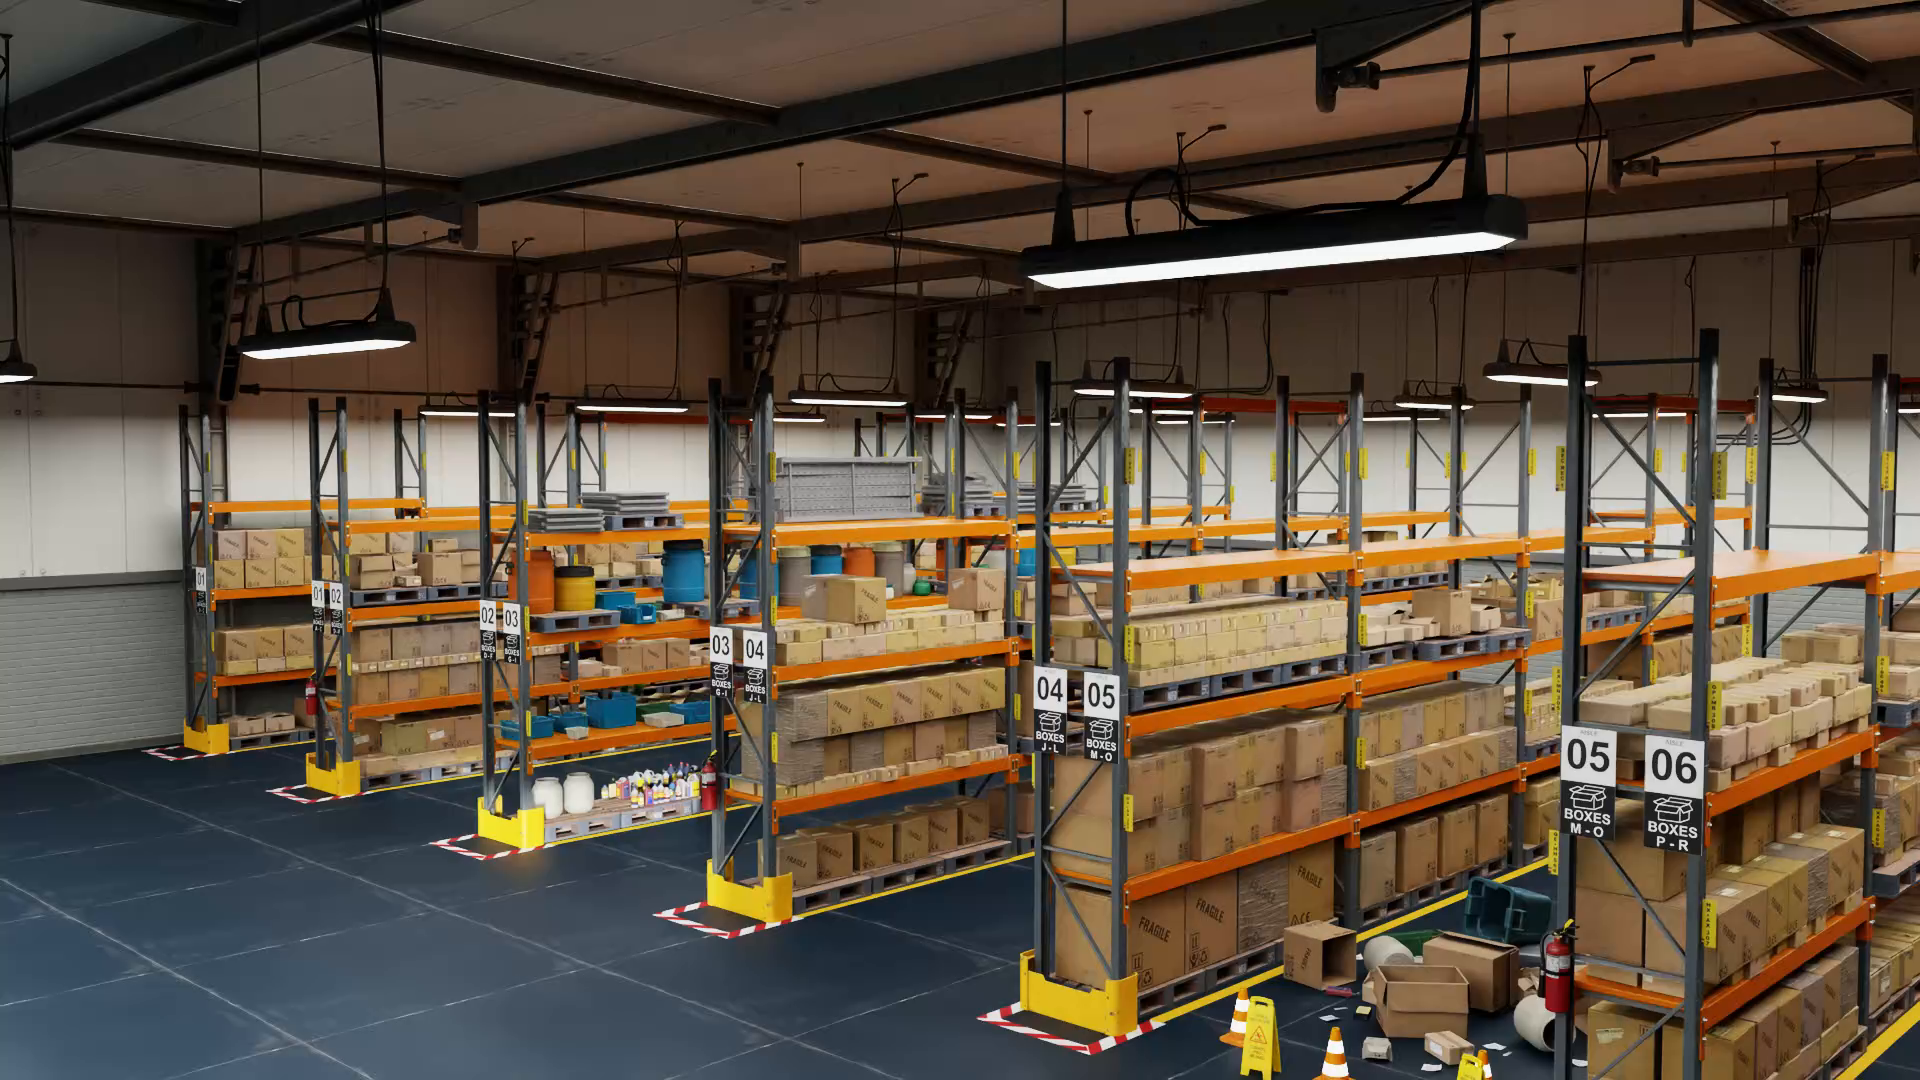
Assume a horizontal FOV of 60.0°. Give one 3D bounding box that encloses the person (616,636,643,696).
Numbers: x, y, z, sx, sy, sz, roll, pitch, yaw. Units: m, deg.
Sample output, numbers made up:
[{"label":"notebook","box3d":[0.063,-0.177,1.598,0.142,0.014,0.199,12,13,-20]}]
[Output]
[{"label":"person","box3d":[-6.522,2.560,32.657,0.610,1.808,0.403,-3,4,-41]}]
